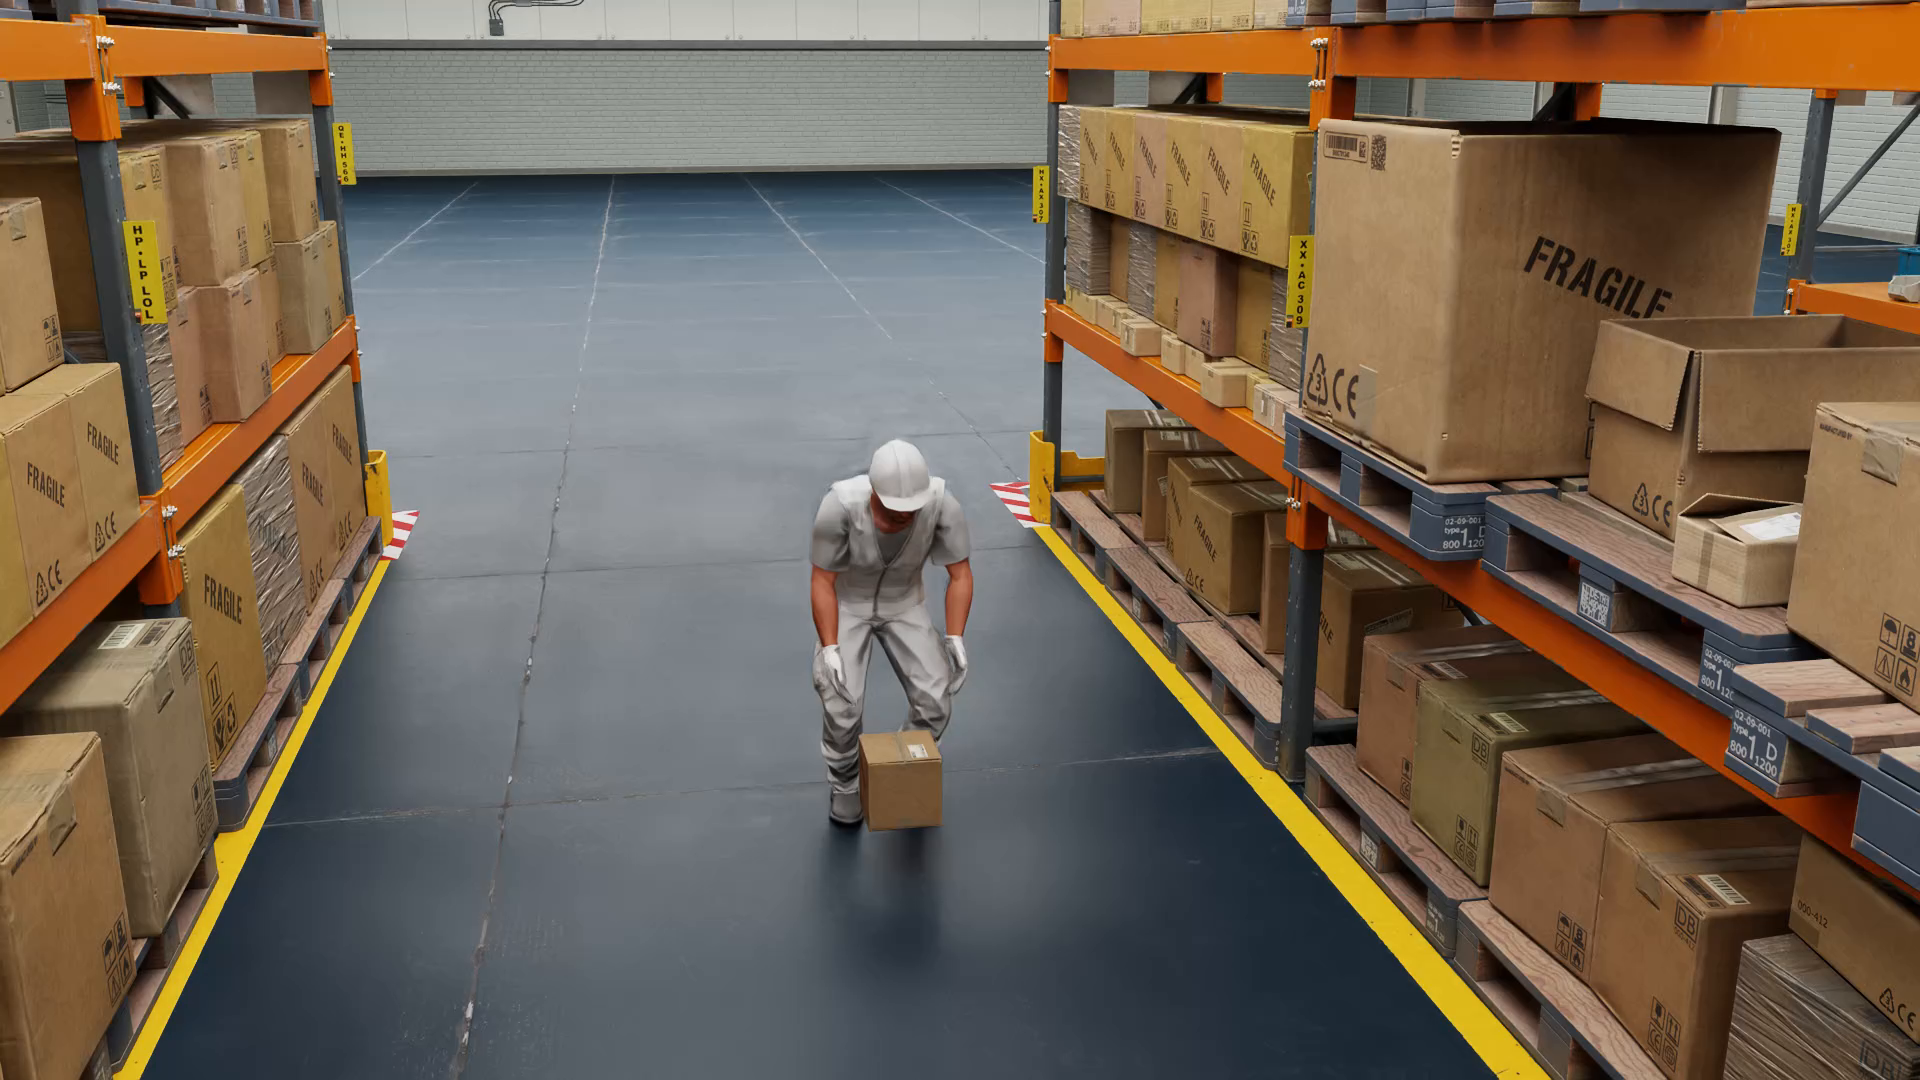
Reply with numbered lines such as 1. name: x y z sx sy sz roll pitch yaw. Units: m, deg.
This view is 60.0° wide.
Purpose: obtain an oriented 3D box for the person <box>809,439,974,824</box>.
1. person: -0.250 0.312 5.985 0.582 1.472 0.730 -3 16 -10
